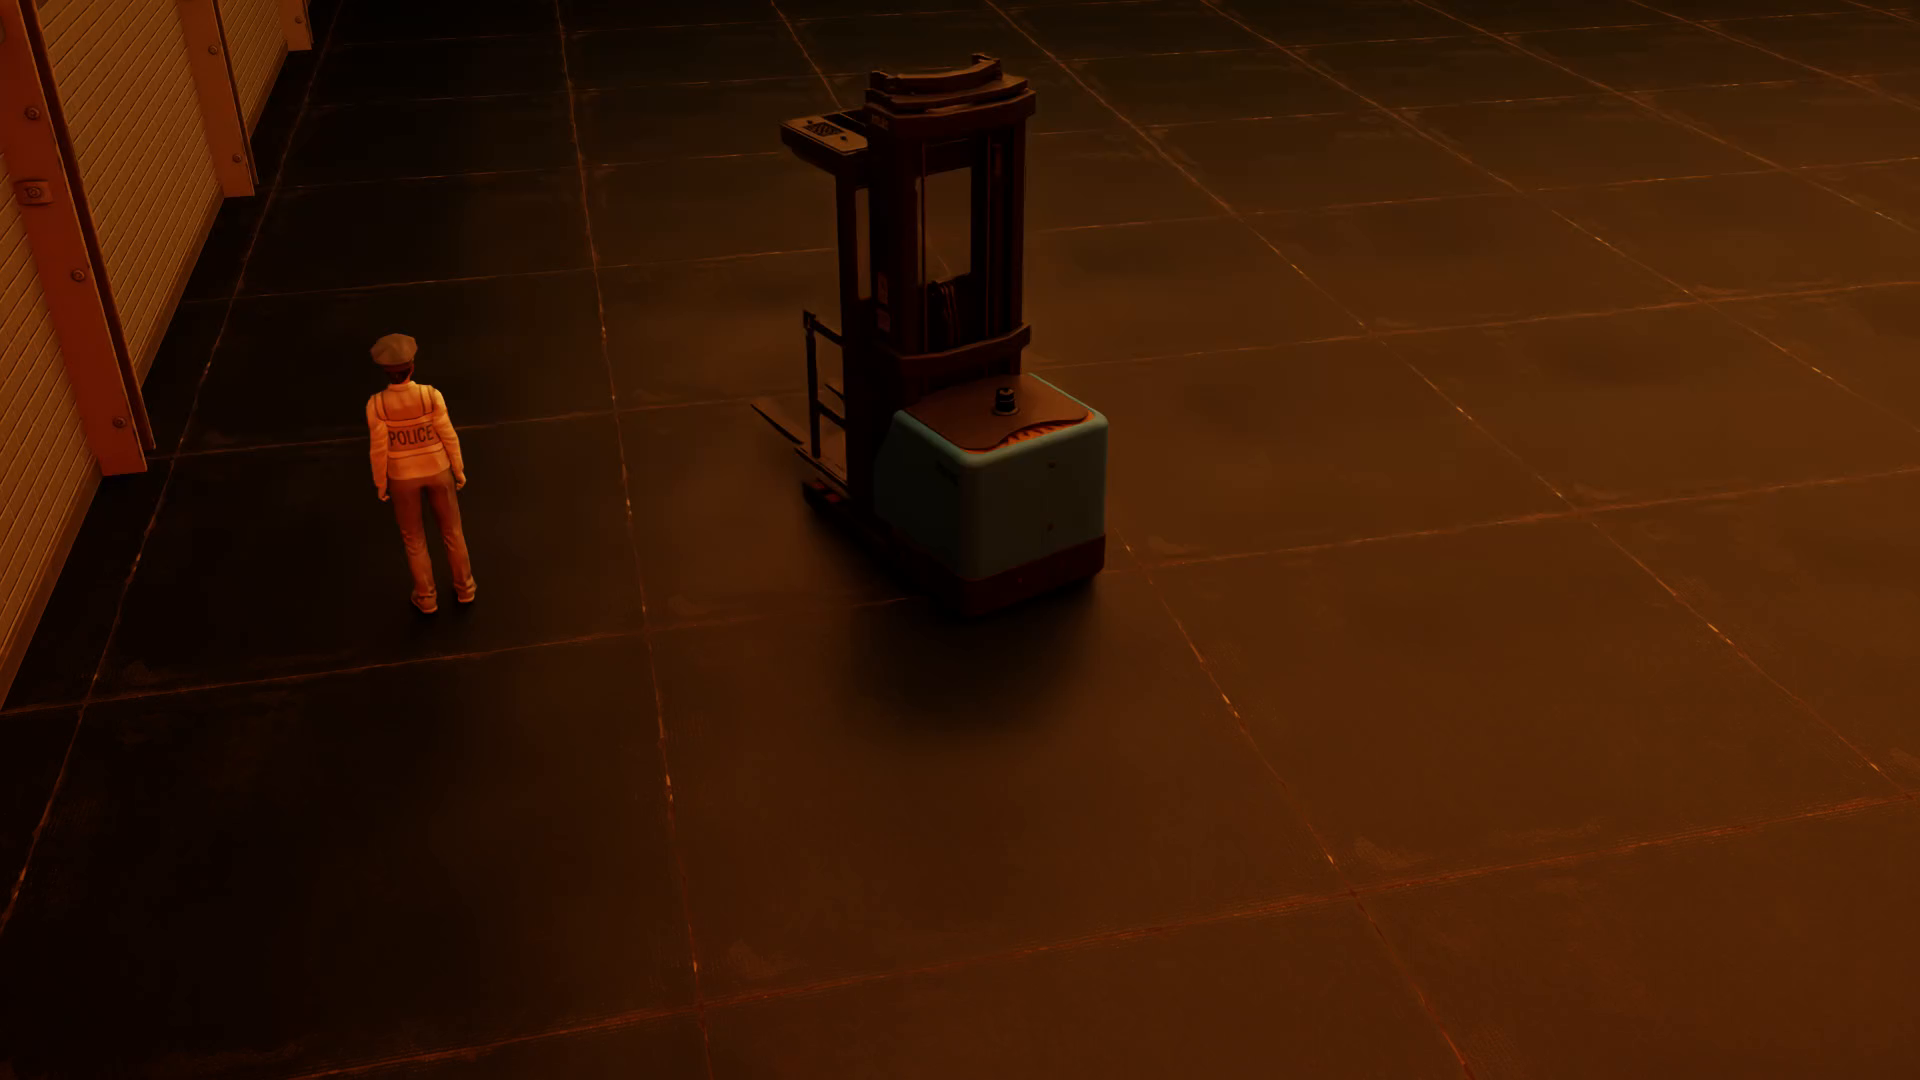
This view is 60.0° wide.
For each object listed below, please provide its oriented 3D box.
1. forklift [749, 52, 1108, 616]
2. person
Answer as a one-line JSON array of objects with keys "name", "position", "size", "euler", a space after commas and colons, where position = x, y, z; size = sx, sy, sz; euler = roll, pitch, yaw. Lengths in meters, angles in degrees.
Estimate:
[{"name": "forklift", "position": [-0.368, -1.524, 10.207], "size": [1.130, 2.935, 3.031], "euler": [-19, 35, -29]}, {"name": "person", "position": [-3.078, -0.370, 9.462], "size": [0.497, 1.689, 0.339], "euler": [-12, 32, -20]}]
